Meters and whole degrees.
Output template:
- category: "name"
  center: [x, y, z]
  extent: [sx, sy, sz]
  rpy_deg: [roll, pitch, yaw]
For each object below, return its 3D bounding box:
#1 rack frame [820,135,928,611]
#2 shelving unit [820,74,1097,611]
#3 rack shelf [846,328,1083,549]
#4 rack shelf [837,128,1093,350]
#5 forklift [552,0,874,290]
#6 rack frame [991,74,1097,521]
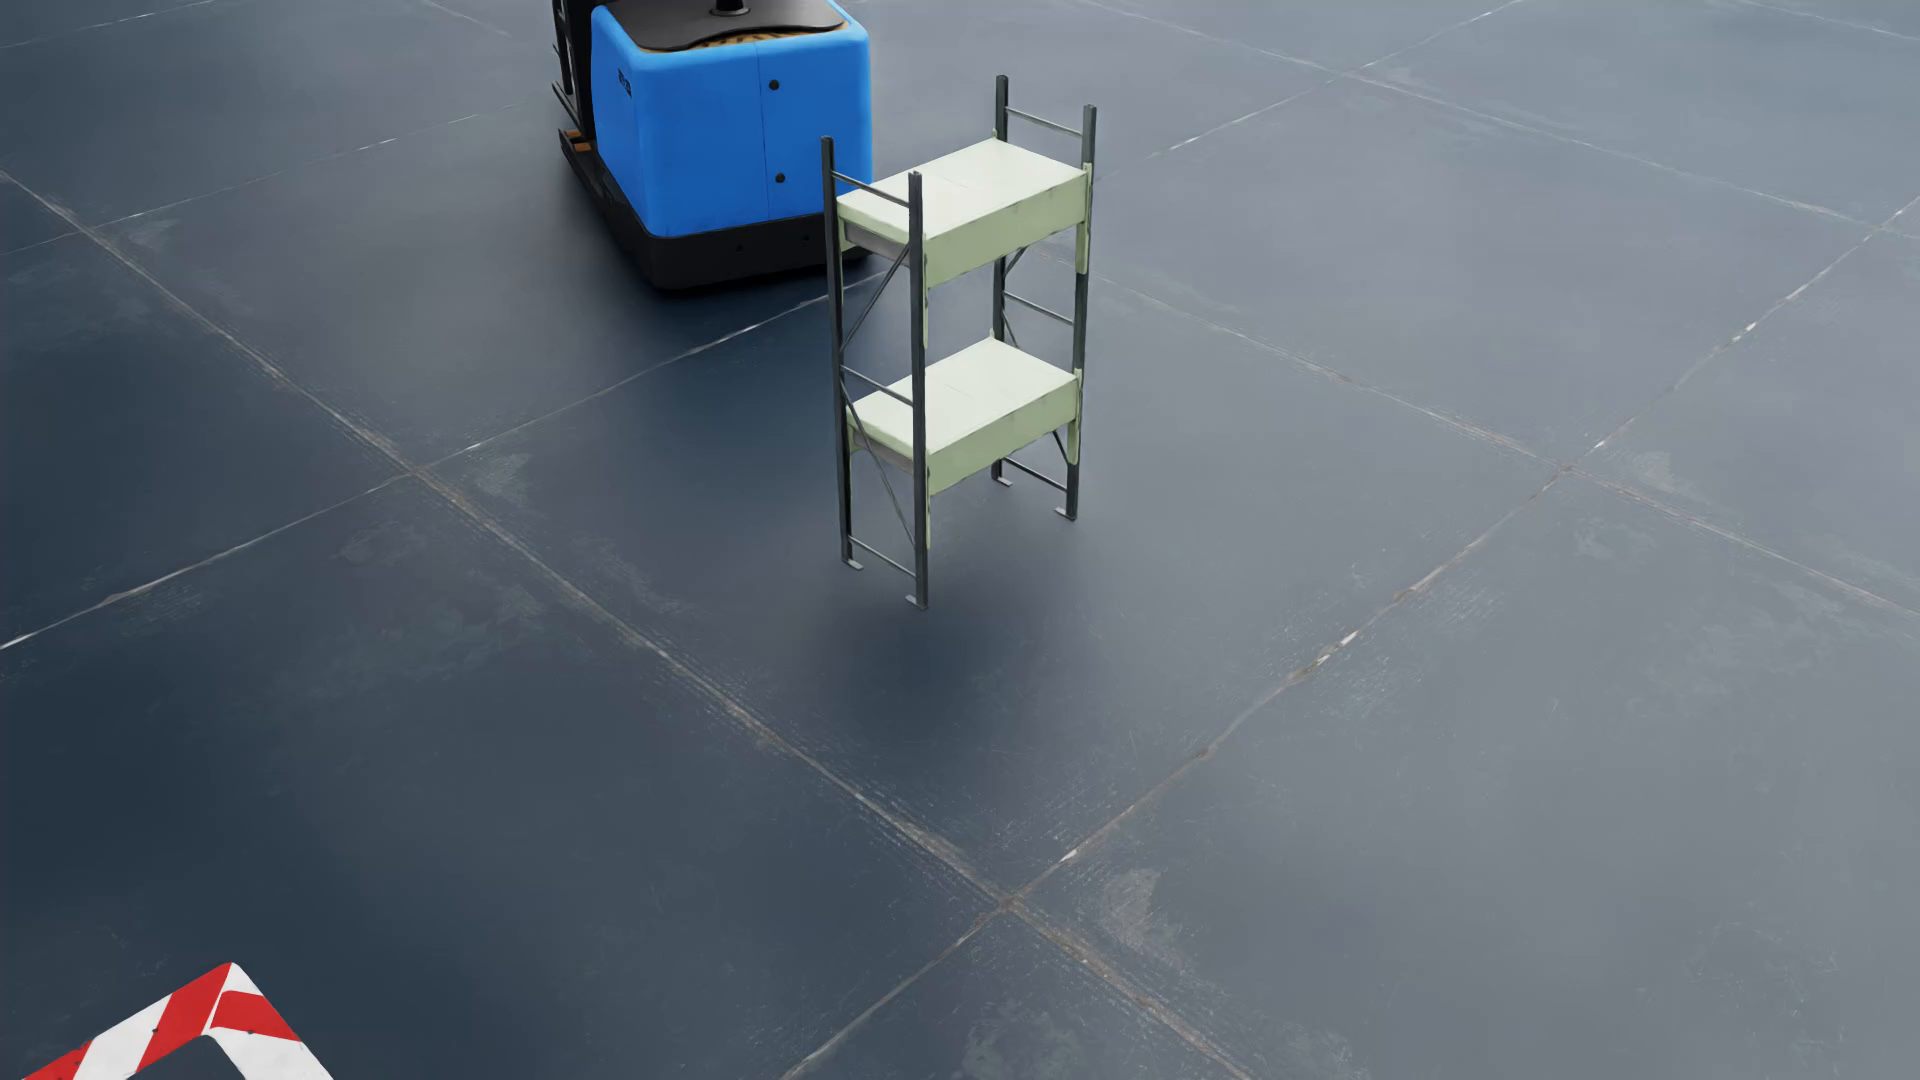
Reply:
- category: "rack frame"
  center: [-0.253, -0.469, 5.112]
  extent: [0.400, 1.500, 0.023]
  rpy_deg: [30, 45, 35]
- category: "shelving unit"
  center: [0.005, -0.618, 5.325]
  extent: [0.431, 1.500, 0.755]
  rpy_deg: [30, 45, 35]
- category: "rack shelf"
  center: [0.005, -0.350, 5.511]
  extent: [0.431, 0.370, 0.720]
  rpy_deg: [30, 45, 35]
- category: "rack shelf"
  center: [0.005, -0.938, 5.102]
  extent: [0.431, 0.370, 0.720]
  rpy_deg: [30, 45, 35]
- category: "forklift"
  center: [-1.402, -3.118, 7.659]
  extent: [1.130, 2.935, 3.031]
  rpy_deg: [-13, 37, -18]
- category: "rack frame"
  center: [0.263, -0.766, 5.538]
  extent: [0.400, 1.500, 0.023]
  rpy_deg: [30, 45, 35]
